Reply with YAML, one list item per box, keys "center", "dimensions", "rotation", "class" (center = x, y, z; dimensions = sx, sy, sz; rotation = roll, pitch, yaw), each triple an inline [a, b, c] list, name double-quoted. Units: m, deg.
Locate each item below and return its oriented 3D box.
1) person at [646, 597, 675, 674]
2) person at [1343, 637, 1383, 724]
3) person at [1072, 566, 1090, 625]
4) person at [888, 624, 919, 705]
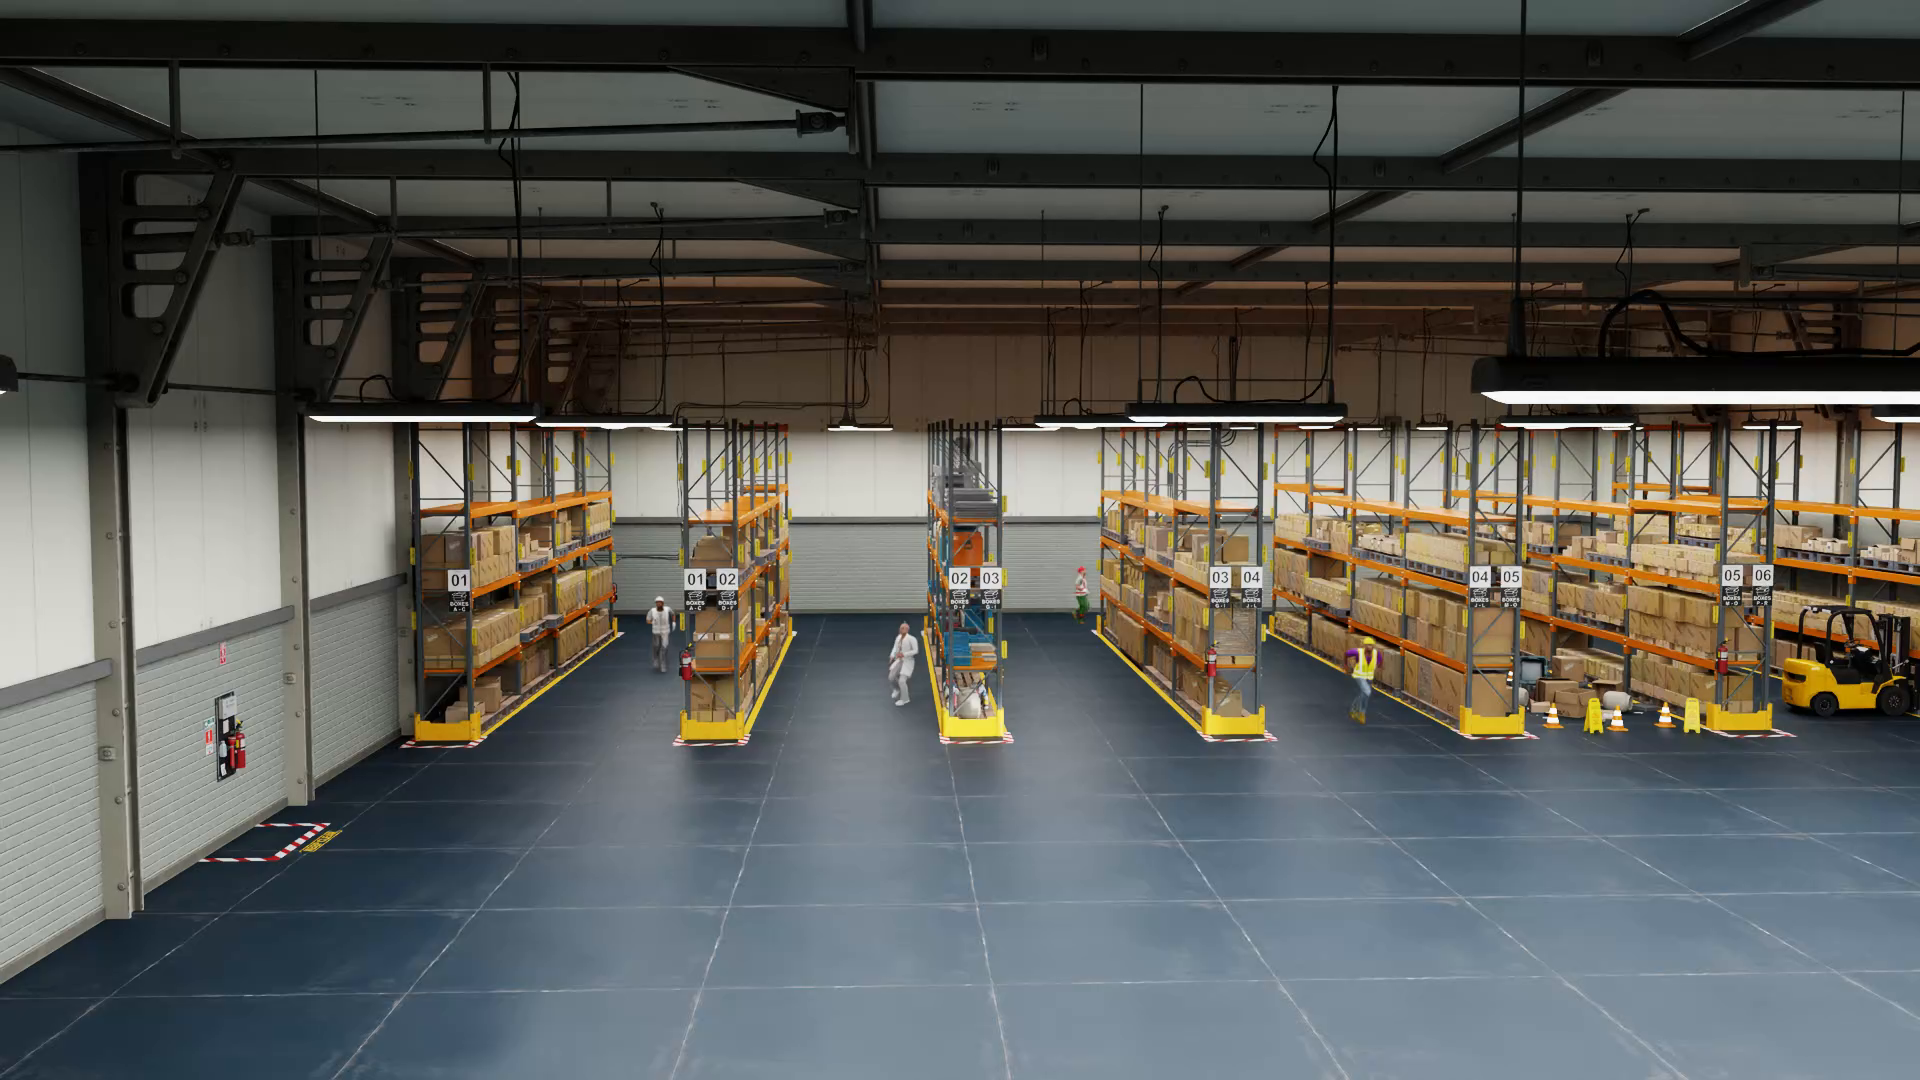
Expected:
- center: [-7.210, 2.262, 40.097]
  dimensions: [0.694, 1.820, 0.953]
  rotation: [-1, 4, -9]
  class: "person"
- center: [7.964, 2.755, 32.836]
  dimensions: [0.684, 1.715, 0.916]
  rotation: [-1, 4, -20]
  class: "person"
- center: [3.627, 1.666, 49.797]
  dimensions: [0.635, 1.752, 0.642]
  rotation: [1, 4, 21]
  class: "person"
- center: [-1.200, 2.628, 35.132]
  dimensions: [0.819, 1.735, 0.554]
  rotation: [2, 4, 32]
  class: "person"
